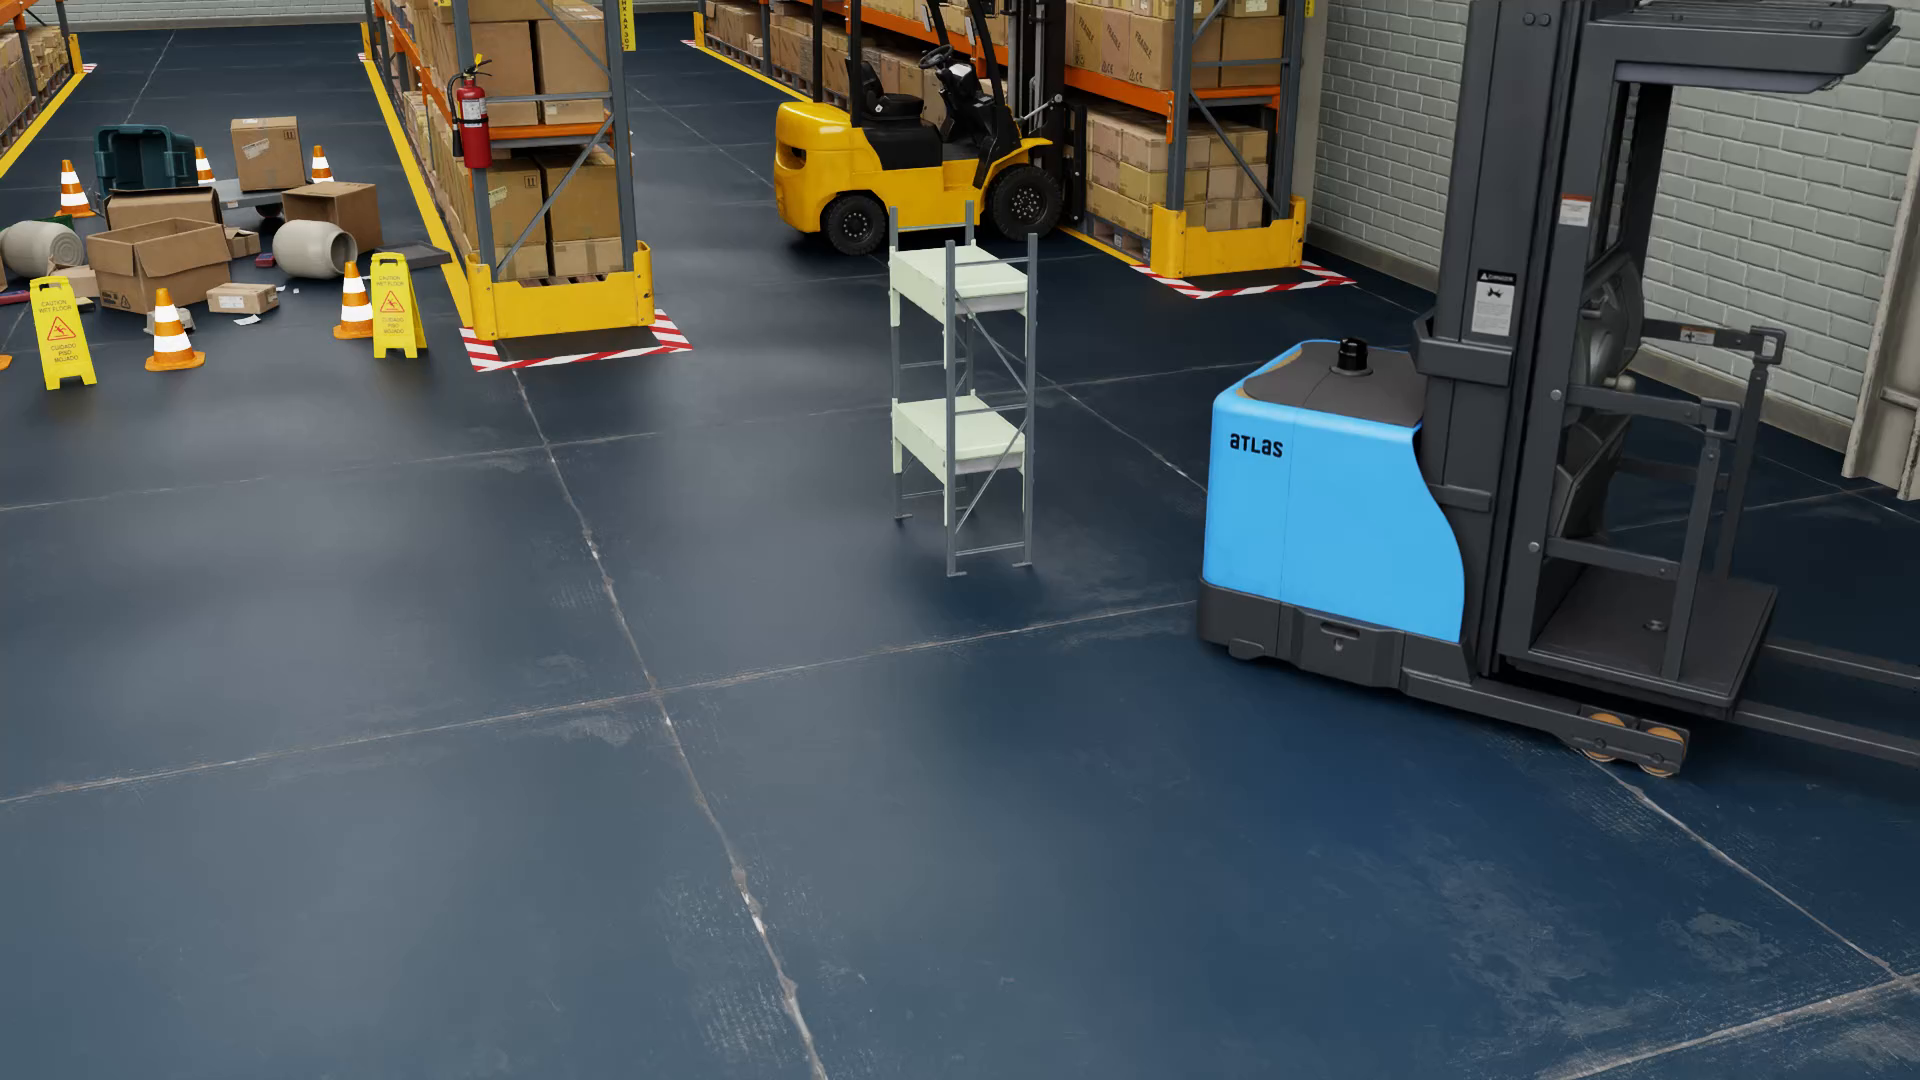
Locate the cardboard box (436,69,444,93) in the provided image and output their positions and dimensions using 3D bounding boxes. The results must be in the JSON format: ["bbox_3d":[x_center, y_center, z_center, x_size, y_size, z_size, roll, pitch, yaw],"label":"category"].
[{"bbox_3d":[-3.664,-3.414,12.312,0.380,0.149,0.250,-8,24,-19],"label":"cardboard box"}]

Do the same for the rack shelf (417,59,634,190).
[{"bbox_3d":[-3.327,-3.184,12.369,1.077,0.370,4.000,-8,24,-19],"label":"rack shelf"}]

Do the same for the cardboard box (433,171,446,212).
[{"bbox_3d":[-4.077,-2.917,13.809,0.500,0.250,0.500,-10,25,-21],"label":"cardboard box"}]

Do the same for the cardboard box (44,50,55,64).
[{"bbox_3d":[-11.837,-6.184,21.307,0.380,0.149,0.250,-8,24,-18],"label":"cardboard box"}]

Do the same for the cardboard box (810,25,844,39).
[{"bbox_3d":[-1.658,-6.349,20.794,0.380,0.149,0.250,-10,25,-22],"label":"cardboard box"}]

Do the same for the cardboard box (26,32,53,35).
[{"bbox_3d":[-12.166,-6.604,21.921,0.380,0.149,0.250,-9,25,-21],"label":"cardboard box"}]

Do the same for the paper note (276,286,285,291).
[{"bbox_3d":[-4.976,-1.815,12.032,0.148,0.019,0.142,0,23,-1],"label":"paper note"}]

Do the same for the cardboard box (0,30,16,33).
[{"bbox_3d":[-12.790,-6.720,22.196,0.380,0.149,0.250,-8,24,-18],"label":"cardboard box"}]

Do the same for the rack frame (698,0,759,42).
[{"bbox_3d":[-3.630,-9.285,25.917,1.000,3.000,0.127,-8,24,-19],"label":"rack frame"}]

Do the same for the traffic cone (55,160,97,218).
[{"bbox_3d":[-7.689,-3.052,14.395,0.336,0.463,0.334,-8,24,-19],"label":"traffic cone"}]

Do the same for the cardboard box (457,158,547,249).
[{"bbox_3d":[-3.147,-2.316,11.418,0.500,0.500,0.500,-8,24,-19],"label":"cardboard box"}]

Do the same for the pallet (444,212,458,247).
[{"bbox_3d":[-3.763,-2.718,13.928,1.003,0.211,1.213,-8,24,-19],"label":"pallet"}]

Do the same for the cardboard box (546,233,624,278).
[{"bbox_3d":[-2.646,-2.047,11.743,0.500,0.250,0.500,-9,24,-19],"label":"cardboard box"}]

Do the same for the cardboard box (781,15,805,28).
[{"bbox_3d":[-2.169,-6.915,22.138,0.380,0.149,0.250,-9,24,-20],"label":"cardboard box"}]

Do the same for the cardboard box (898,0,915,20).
[{"bbox_3d":[-0.333,-5.556,17.263,0.500,0.250,0.500,-8,24,-17],"label":"cardboard box"}]

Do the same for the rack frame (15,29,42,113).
[{"bbox_3d":[-11.455,-6.433,19.152,1.000,3.000,0.127,-8,24,-19],"label":"rack frame"}]

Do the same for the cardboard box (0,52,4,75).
[{"bbox_3d":[-10.401,-5.017,17.503,0.500,0.250,0.500,-8,24,-19],"label":"cardboard box"}]

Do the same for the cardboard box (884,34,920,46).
[{"bbox_3d":[-0.697,-5.951,19.850,0.380,0.149,0.250,-7,24,-16],"label":"cardboard box"}]

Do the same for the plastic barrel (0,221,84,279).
[{"bbox_3d":[-6.793,-2.138,12.277,0.512,0.421,0.421,8,24,18],"label":"plastic barrel"}]

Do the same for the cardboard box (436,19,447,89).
[{"bbox_3d":[-3.242,-3.314,11.239,0.500,0.500,0.500,-8,24,-19],"label":"cardboard box"}]

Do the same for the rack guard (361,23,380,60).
[{"bbox_3d":[-8.281,-7.459,24.805,1.175,0.500,0.348,-8,24,-19],"label":"rack guard"}]

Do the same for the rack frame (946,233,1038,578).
[{"bbox_3d":[0.132,-0.556,7.137,0.400,1.500,0.023,-8,24,-19],"label":"rack frame"}]

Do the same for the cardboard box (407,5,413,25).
[{"bbox_3d":[-4.675,-4.656,14.718,0.380,0.149,0.250,-9,24,-20],"label":"cardboard box"}]

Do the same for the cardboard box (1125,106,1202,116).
[{"bbox_3d":[1.683,-3.423,13.723,0.500,0.250,0.500,-9,24,-19],"label":"cardboard box"}]

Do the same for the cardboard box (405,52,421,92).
[{"bbox_3d":[-5.613,-5.173,18.355,0.875,0.875,0.875,-9,24,-19],"label":"cardboard box"}]

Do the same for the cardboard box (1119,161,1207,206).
[{"bbox_3d":[1.558,-2.762,12.797,0.500,0.250,0.500,-9,24,-20],"label":"cardboard box"}]

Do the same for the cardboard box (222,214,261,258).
[{"bbox_3d":[-5.753,-2.392,13.083,0.396,0.266,0.258,12,26,27],"label":"cardboard box"}]

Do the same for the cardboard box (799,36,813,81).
[{"bbox_3d":[-1.710,-6.103,21.046,0.500,0.500,0.500,-9,25,-21],"label":"cardboard box"}]

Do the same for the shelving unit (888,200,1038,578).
[{"bbox_3d":[0.002,-0.689,7.453,0.431,1.500,0.755,-8,24,-19],"label":"shelving unit"}]

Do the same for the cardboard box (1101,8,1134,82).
[{"bbox_3d":[1.428,-3.850,12.894,0.500,0.500,0.500,-8,24,-17],"label":"cardboard box"}]

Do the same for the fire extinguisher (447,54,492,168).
[{"bbox_3d":[-3.011,-2.649,10.271,0.296,0.674,0.183,-8,24,-19],"label":"fire extinguisher"}]

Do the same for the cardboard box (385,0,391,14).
[{"bbox_3d":[-5.868,-5.775,17.782,0.500,0.250,0.500,-9,25,-21],"label":"cardboard box"}]

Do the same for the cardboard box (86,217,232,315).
[{"bbox_3d":[-5.609,-1.930,11.680,0.637,0.503,0.797,12,26,27],"label":"cardboard box"}]

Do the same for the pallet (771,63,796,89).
[{"bbox_3d":[-1.894,-6.256,22.322,1.003,0.211,1.213,-8,24,-19],"label":"pallet"}]

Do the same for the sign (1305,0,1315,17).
[{"bbox_3d":[2.544,-3.981,12.116,0.100,0.325,0.005,-8,24,-19],"label":"sign"}]

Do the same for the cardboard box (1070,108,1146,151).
[{"bbox_3d":[1.194,-3.350,13.548,0.500,0.250,0.500,-8,24,-18],"label":"cardboard box"}]

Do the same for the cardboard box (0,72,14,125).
[{"bbox_3d":[-10.419,-4.682,17.673,0.500,0.500,0.500,-9,24,-20],"label":"cardboard box"}]

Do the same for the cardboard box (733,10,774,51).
[{"bbox_3d":[-2.870,-7.398,24.119,0.700,0.500,0.500,-9,25,-21],"label":"cardboard box"}]

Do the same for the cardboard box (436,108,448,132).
[{"bbox_3d":[-3.808,-3.224,12.737,0.380,0.149,0.250,-7,24,-16],"label":"cardboard box"}]

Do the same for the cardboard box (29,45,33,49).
[{"bbox_3d":[-11.673,-6.026,20.549,0.380,0.149,0.250,-9,24,-20],"label":"cardboard box"}]

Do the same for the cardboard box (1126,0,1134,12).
[{"bbox_3d":[1.485,-4.095,12.641,0.380,0.149,0.250,-8,24,-18],"label":"cardboard box"}]

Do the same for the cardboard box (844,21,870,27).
[{"bbox_3d":[-1.259,-6.517,21.194,0.380,0.149,0.250,-9,25,-21],"label":"cardboard box"}]

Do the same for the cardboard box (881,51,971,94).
[{"bbox_3d":[-0.358,-5.013,18.298,0.875,0.625,0.625,-8,24,-17],"label":"cardboard box"}]

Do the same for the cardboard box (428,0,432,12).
[{"bbox_3d":[-3.177,-3.773,11.042,0.700,0.500,0.500,-8,24,-18],"label":"cardboard box"}]

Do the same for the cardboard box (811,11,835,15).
[{"bbox_3d":[-1.817,-7.078,22.524,0.380,0.149,0.250,-9,25,-21],"label":"cardboard box"}]

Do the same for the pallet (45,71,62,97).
[{"bbox_3d":[-12.160,-5.832,21.314,1.003,0.211,1.213,-8,24,-19],"label":"pallet"}]

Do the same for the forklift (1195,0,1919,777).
[{"bbox_3d":[2.469,-0.762,5.784,3.031,2.935,1.130,14,26,29],"label":"forklift"}]

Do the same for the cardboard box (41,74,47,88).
[{"bbox_3d":[-11.377,-5.586,20.272,0.380,0.149,0.250,-8,24,-17],"label":"cardboard box"}]

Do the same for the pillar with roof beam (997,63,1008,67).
[{"bbox_3d":[-3.528,-8.202,15.624,9.100,9.000,0.400,-8,24,-19],"label":"pillar with roof beam"}]

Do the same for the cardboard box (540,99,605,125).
[{"bbox_3d":[-2.546,-2.825,10.914,0.380,0.149,0.250,-8,24,-19],"label":"cardboard box"}]

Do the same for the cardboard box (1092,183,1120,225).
[{"bbox_3d":[1.394,-2.707,13.311,0.500,0.250,0.500,-8,24,-19],"label":"cardboard box"}]
